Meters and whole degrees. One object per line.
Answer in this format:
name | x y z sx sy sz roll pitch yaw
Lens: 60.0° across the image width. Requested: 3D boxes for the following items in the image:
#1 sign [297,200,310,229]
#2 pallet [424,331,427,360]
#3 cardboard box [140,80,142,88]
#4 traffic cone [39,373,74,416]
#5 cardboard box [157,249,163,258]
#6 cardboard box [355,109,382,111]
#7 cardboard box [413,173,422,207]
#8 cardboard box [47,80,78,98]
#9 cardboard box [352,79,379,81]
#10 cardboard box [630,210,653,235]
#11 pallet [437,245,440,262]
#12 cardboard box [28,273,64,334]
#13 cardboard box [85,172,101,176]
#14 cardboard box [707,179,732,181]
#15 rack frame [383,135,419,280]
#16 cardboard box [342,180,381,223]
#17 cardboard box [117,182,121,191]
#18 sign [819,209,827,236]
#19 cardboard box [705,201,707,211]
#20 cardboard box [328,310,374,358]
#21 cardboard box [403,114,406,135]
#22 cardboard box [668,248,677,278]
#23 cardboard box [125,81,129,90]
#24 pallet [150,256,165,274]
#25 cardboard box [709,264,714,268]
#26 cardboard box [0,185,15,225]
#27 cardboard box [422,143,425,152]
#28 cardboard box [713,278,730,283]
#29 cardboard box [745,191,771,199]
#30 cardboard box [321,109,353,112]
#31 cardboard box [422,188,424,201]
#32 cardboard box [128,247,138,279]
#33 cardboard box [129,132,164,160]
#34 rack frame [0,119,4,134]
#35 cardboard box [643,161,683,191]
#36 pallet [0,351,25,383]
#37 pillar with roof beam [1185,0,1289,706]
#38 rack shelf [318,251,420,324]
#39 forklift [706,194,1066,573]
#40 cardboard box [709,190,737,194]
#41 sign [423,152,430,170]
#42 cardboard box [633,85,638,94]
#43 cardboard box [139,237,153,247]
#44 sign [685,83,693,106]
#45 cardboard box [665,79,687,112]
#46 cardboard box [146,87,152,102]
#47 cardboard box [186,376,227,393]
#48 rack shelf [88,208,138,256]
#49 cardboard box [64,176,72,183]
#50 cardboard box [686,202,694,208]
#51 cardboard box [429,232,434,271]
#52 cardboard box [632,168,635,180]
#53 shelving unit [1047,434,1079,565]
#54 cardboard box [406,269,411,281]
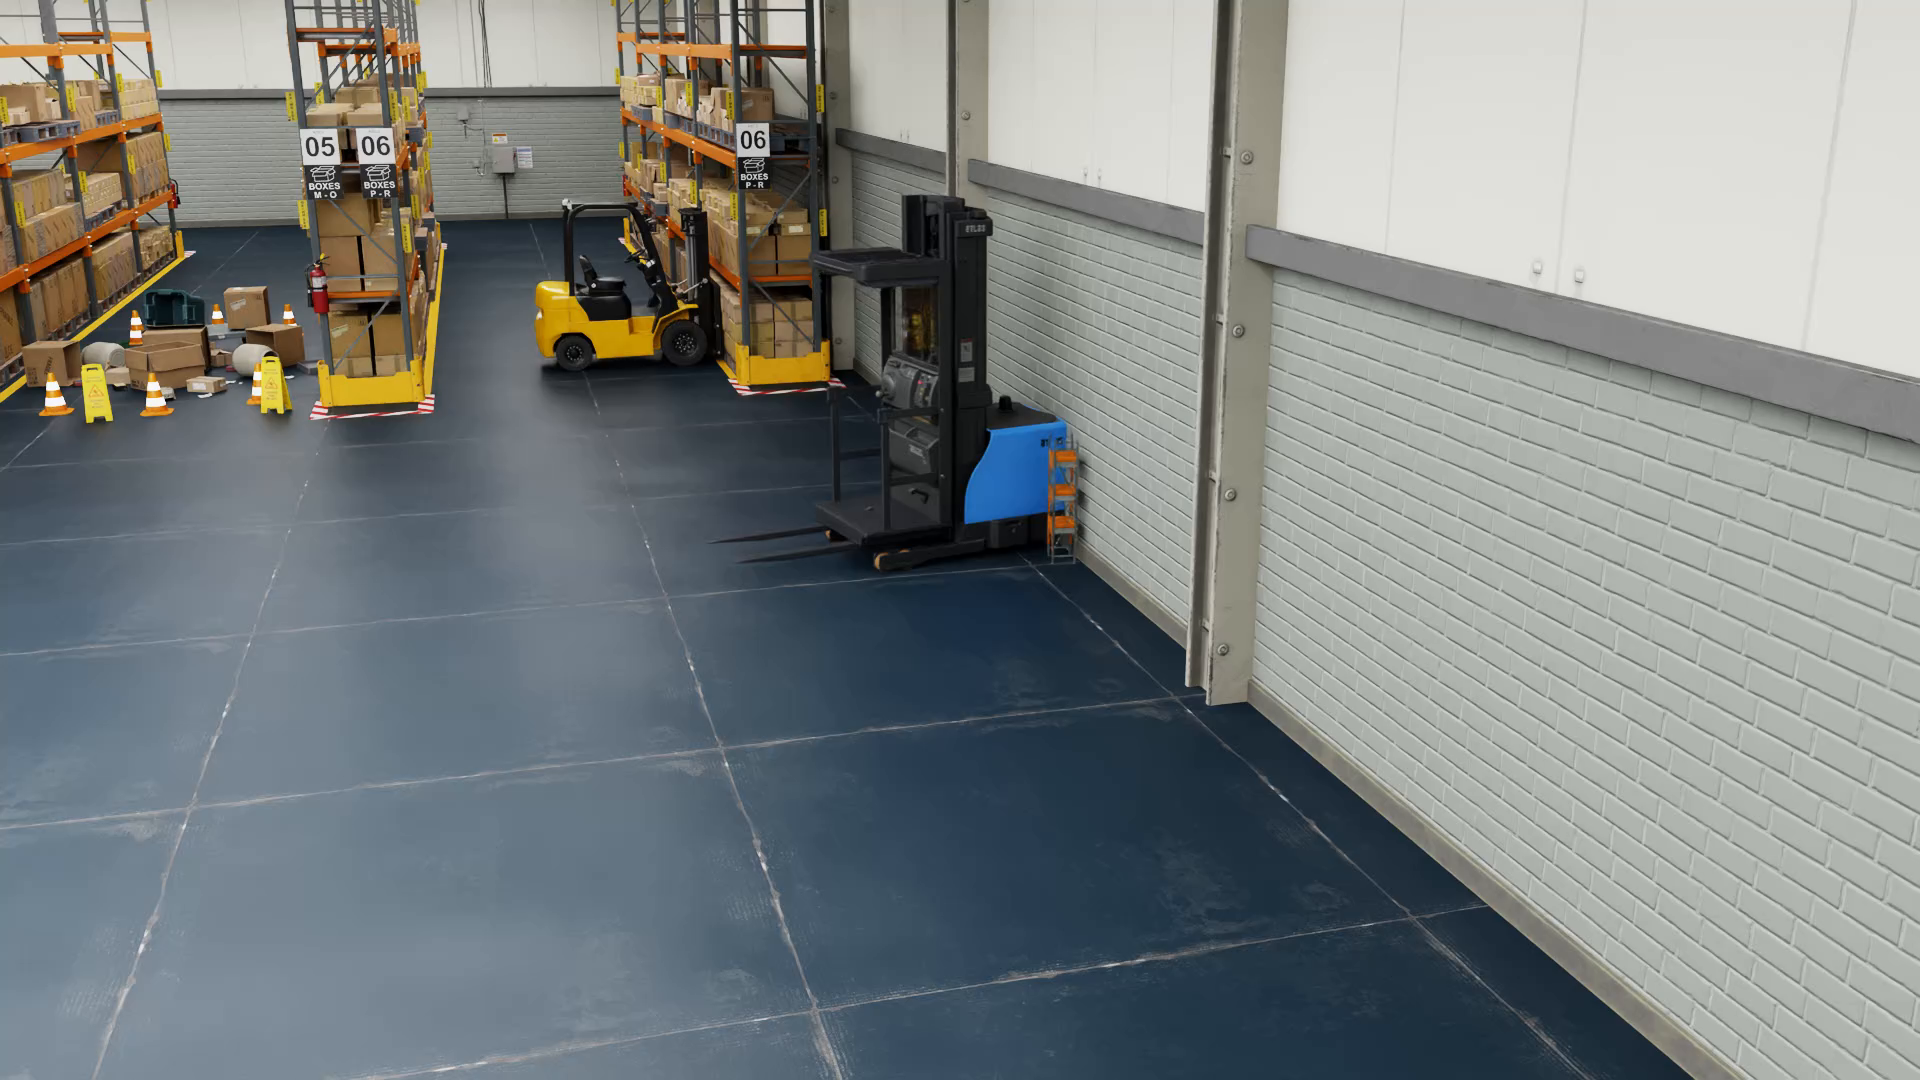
sign | -7.566 -3.752 19.166 0.100 0.325 0.005 -5 17 -15
pallet | -7.907 -2.672 22.981 1.003 0.211 1.213 -5 17 -15
cardboard box | -15.548 -8.531 31.123 0.380 0.149 0.250 -5 17 -17
traffic cone | -10.539 -1.709 19.338 0.336 0.463 0.334 -5 17 -15
cardboard box | -15.386 -5.444 31.588 0.380 0.149 0.250 -4 17 -14
cardboard box | -7.179 -5.176 20.305 0.380 0.149 0.250 -5 17 -16
cardboard box | -8.680 -5.443 25.937 0.500 0.500 0.500 -5 17 -16
cardboard box | -13.944 -7.005 25.841 0.396 0.266 0.258 -5 17 -15
cardboard box | -10.361 -7.822 29.162 0.500 0.500 0.500 -5 17 -16
cardboard box | -6.575 -6.732 35.260 0.797 0.503 0.637 -5 18 -17
pallet | -10.797 -5.623 32.804 1.003 0.211 1.213 -5 17 -15
cardboard box | -13.376 -3.327 23.494 1.050 0.750 0.750 -5 17 -15
cardboard box | -15.461 -6.286 29.474 0.500 0.500 0.500 -5 17 -15
cardboard box | -3.990 -5.912 27.617 0.380 0.149 0.250 -4 17 -14
rack frame | -8.126 -4.191 23.189 1.000 3.000 0.127 -5 17 -15
cardboard box | -7.751 -4.300 21.124 0.700 0.500 0.500 -5 17 -16
cardboard box | -14.757 -6.113 28.779 0.380 0.149 0.250 -4 17 -14
sign | -1.720 -3.973 20.820 0.100 0.325 0.005 -5 17 -15
cardboard box | -3.447 -4.762 23.791 0.380 0.149 0.250 -4 17 -14
cardboard box | -7.497 -2.529 20.402 0.500 0.500 0.500 -5 17 -15
cardboard box | -7.745 -5.597 22.399 0.500 0.250 0.500 -5 17 -16
cardboard box | -4.776 -4.795 28.815 0.500 0.500 0.500 -4 17 -14
cardboard box | -15.188 -8.167 29.912 0.380 0.149 0.250 -5 18 -17
pallet | -15.613 -5.170 31.296 1.003 0.211 1.213 -5 17 -15
cardboard box | -3.714 -4.007 25.975 0.875 0.625 0.625 -5 17 -16
cardboard box | -13.000 -4.435 22.091 0.700 0.500 0.500 -5 17 -16
cardboard box | -10.355 -7.221 31.367 0.500 0.500 0.500 -5 17 -16
cardboard box | -3.244 -3.510 23.234 0.500 0.250 0.500 -4 17 -13
cardboard box | -2.861 -4.876 23.652 0.380 0.149 0.250 -5 17 -16
cardboard box | -7.652 -5.213 20.429 0.380 0.149 0.250 -5 17 -17
cardboard box | -9.393 -5.906 28.292 0.500 0.250 0.500 -5 17 -15
cardboard box | -14.610 -4.803 28.844 0.500 0.500 0.500 -5 17 -16
cardboard box | -15.790 -7.653 32.287 0.500 0.500 0.500 -5 17 -16
rack frame | -12.857 -6.645 20.930 1.000 3.000 0.127 -5 17 -15
cardboard box | -5.493 -6.751 30.810 0.700 0.500 0.500 -5 17 -15
pallet | -12.724 -2.219 21.474 1.003 0.211 1.213 -5 17 -15
pillar with roof beam | -2.421 -2.955 8.648 9.100 9.000 0.400 -5 17 -15
rack shelf | -7.576 -3.293 21.451 1.077 0.370 4.000 -5 17 -15
forklift | -0.597 -1.306 13.706 3.031 2.935 1.130 -9 19 -27
cardboard box | -3.376 -4.910 23.765 0.380 0.149 0.250 -4 17 -14
sign | -9.805 -6.966 30.553 0.100 0.325 0.005 -5 17 -15
cardboard box | -5.892 -8.387 30.962 0.380 0.149 0.250 -4 17 -14
cardboard box | -15.172 -5.511 30.775 0.380 0.149 0.250 -4 17 -14
sign | -3.873 -6.374 23.796 0.100 0.325 0.005 -5 17 -15
cardboard box | -4.489 -7.204 26.931 0.500 0.500 0.500 -5 17 -15
cardboard box | -15.642 -8.446 31.534 0.500 0.250 0.500 -5 17 -17
cardboard box | -9.329 -1.922 20.591 0.380 0.149 0.250 4 17 13
rack shelf | -14.506 -5.087 27.422 1.077 0.370 4.000 -5 17 -15
cardboard box | -15.240 -6.057 28.075 0.380 0.149 0.250 -5 17 -15
cardboard box | -3.883 -5.009 25.306 0.500 0.250 0.500 -5 17 -17
cardboard box | -9.821 -5.173 29.422 0.875 0.875 0.875 -4 17 -14
cardboard box | -6.344 -7.408 33.644 0.500 0.250 0.500 -5 17 -17
shelving unit | 0.849 -0.337 13.746 0.215 1.050 0.252 -1 17 -6
cardboard box | -7.024 -3.297 20.649 0.380 0.149 0.250 -4 17 -14
